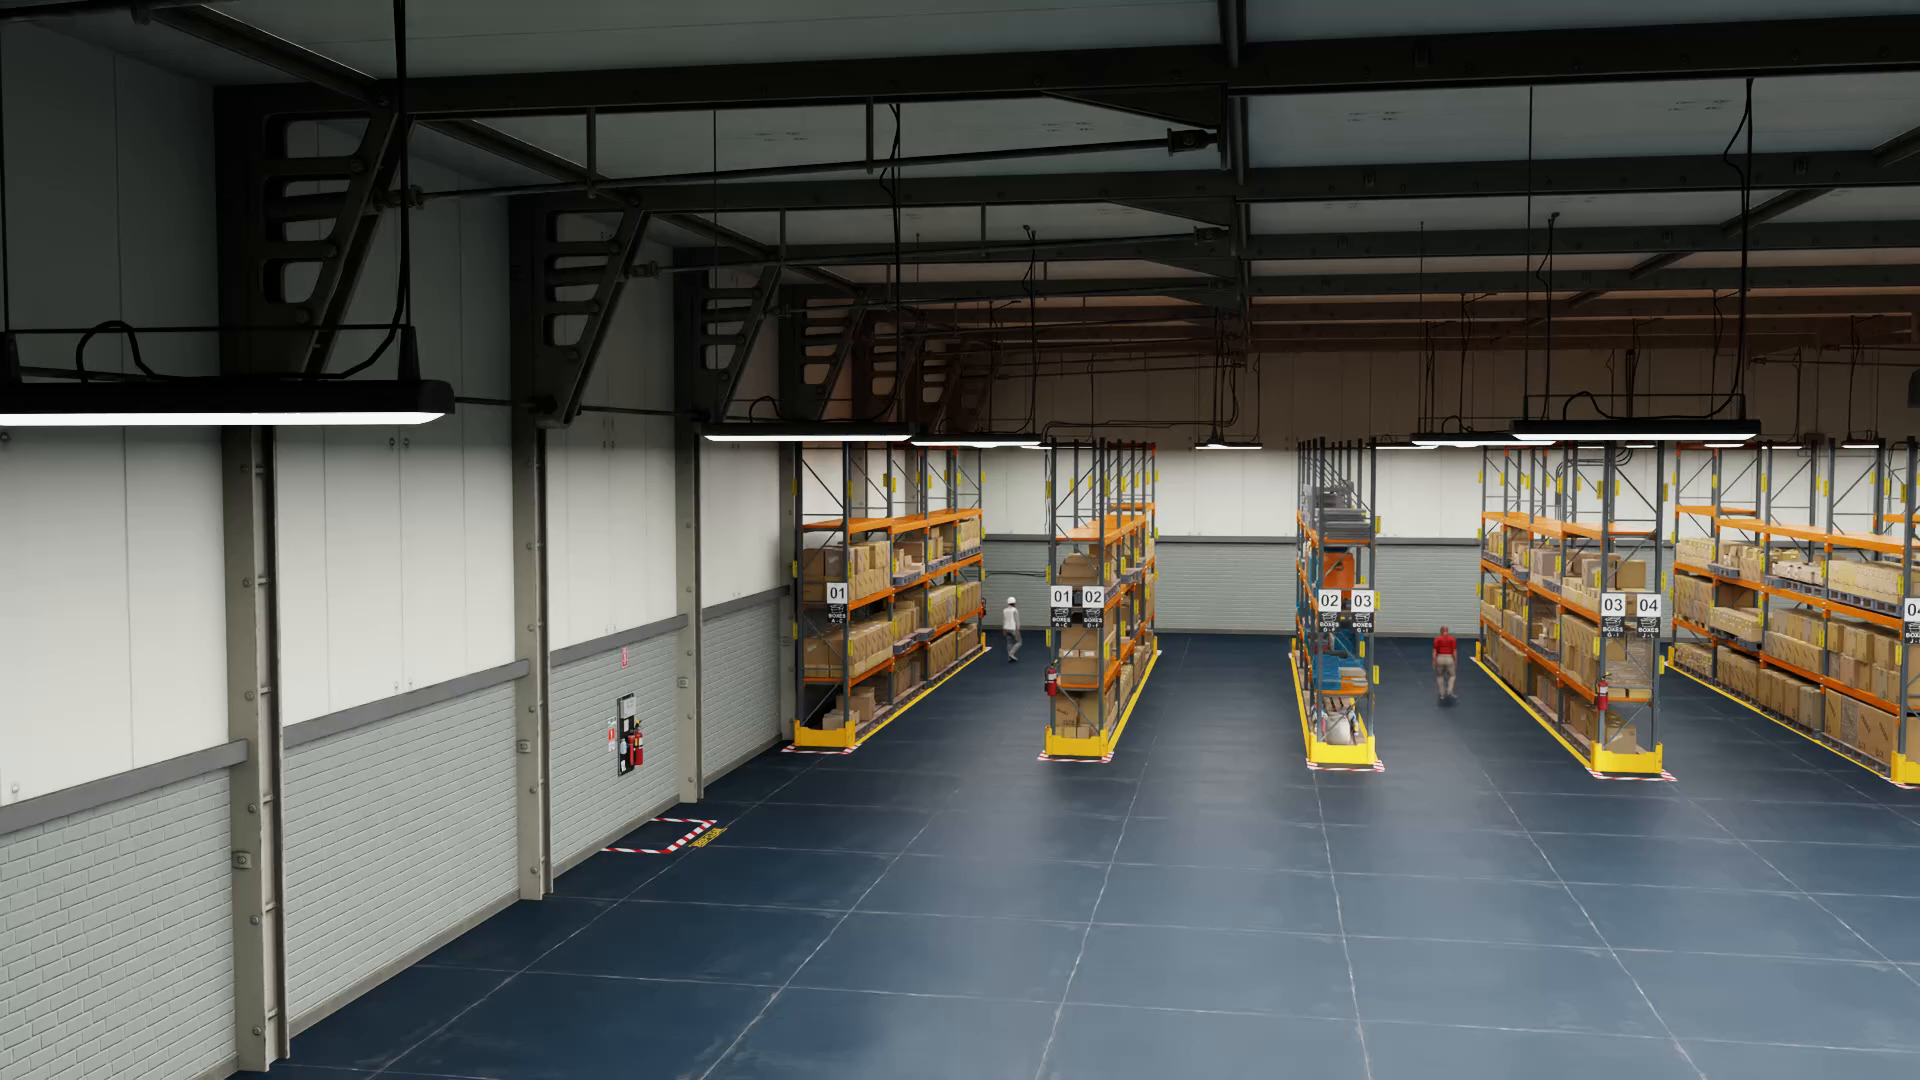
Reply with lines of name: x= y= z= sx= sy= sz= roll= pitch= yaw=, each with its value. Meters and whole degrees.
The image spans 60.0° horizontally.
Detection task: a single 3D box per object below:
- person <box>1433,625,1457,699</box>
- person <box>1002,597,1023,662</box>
person: x=11.232 y=2.844 z=38.522 sx=0.601 sy=1.758 sz=0.462 roll=0 pitch=3 yaw=-8
person: x=1.435 y=2.460 z=45.334 sx=0.604 sy=1.816 sz=0.406 roll=1 pitch=3 yaw=10
